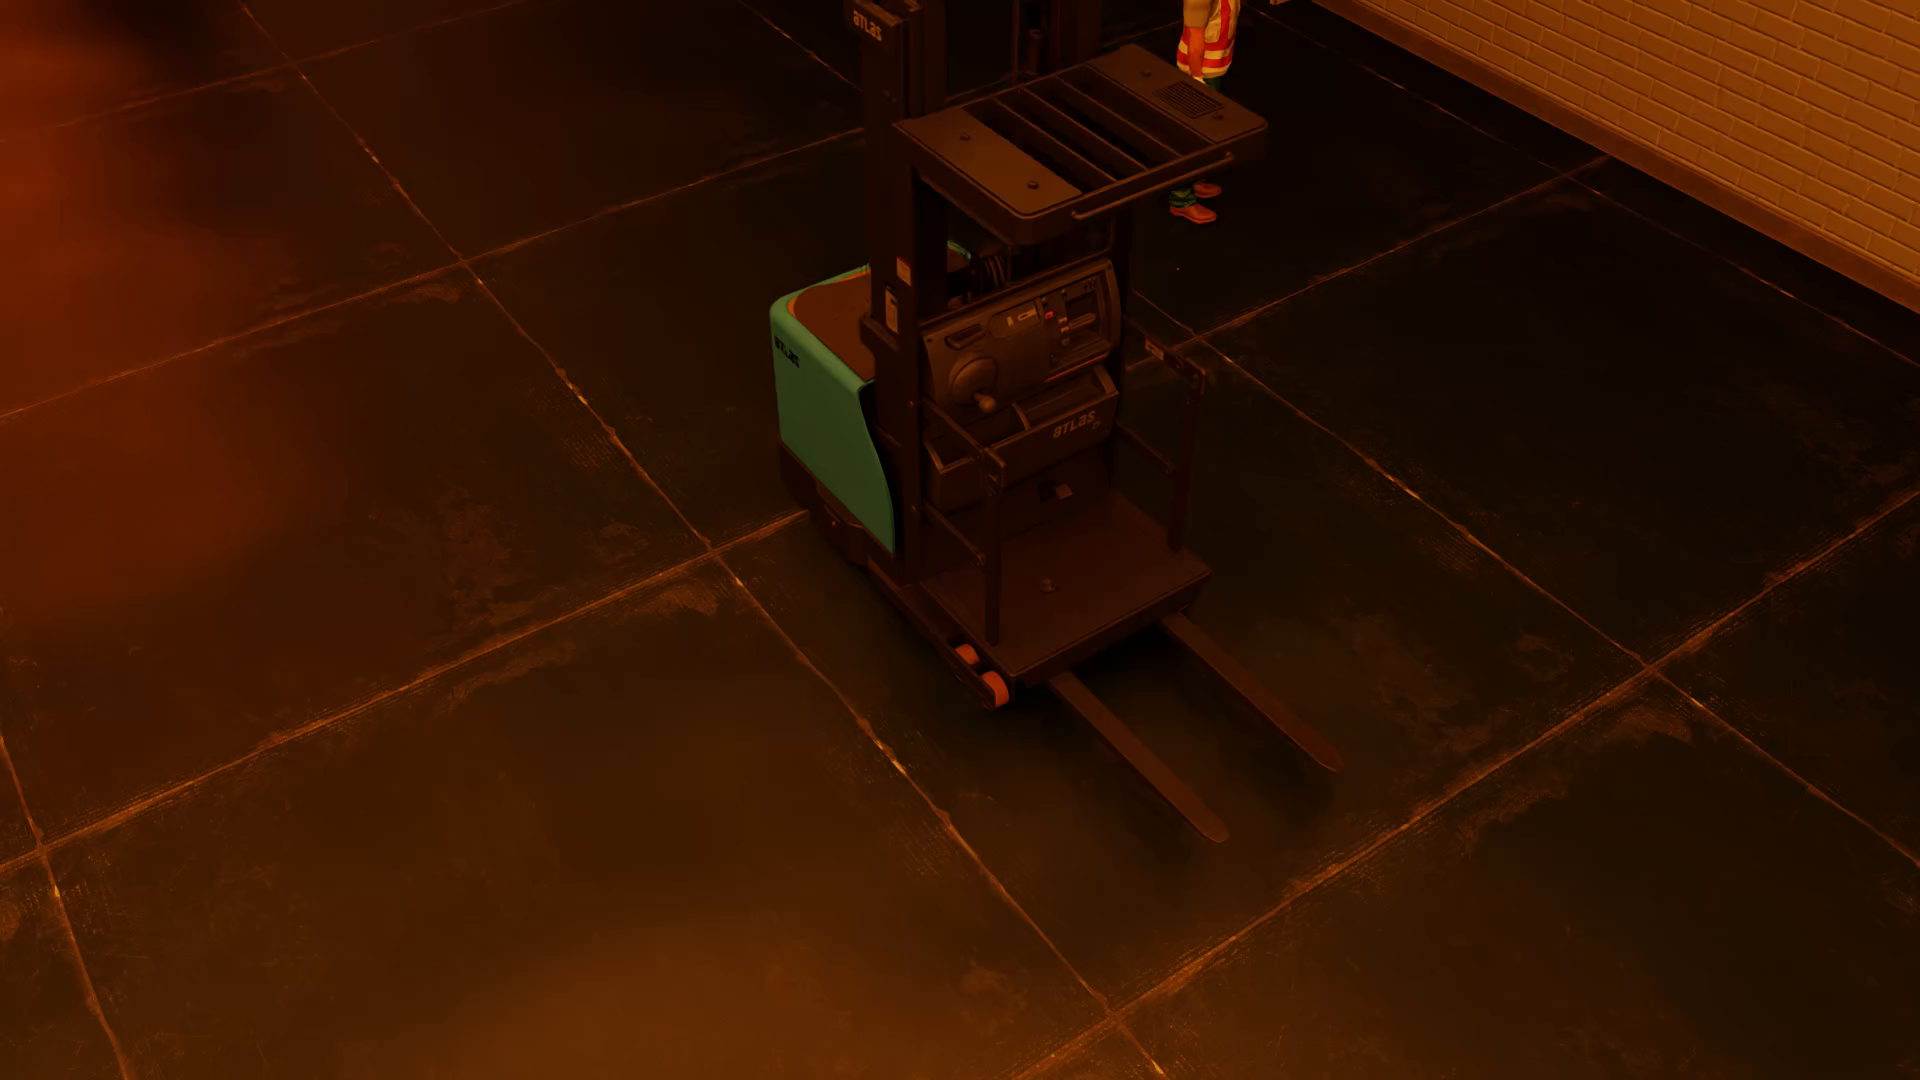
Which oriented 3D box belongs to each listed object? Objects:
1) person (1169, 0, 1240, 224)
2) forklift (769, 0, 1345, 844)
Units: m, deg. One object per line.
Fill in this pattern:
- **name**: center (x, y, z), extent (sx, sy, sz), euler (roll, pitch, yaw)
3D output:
- **person**: center (1.411, -2.707, 9.494), extent (0.352, 1.795, 0.546), euler (10, 44, 11)
- **forklift**: center (0.382, -0.731, 6.509), extent (1.130, 2.935, 3.031), euler (-25, 48, -25)
